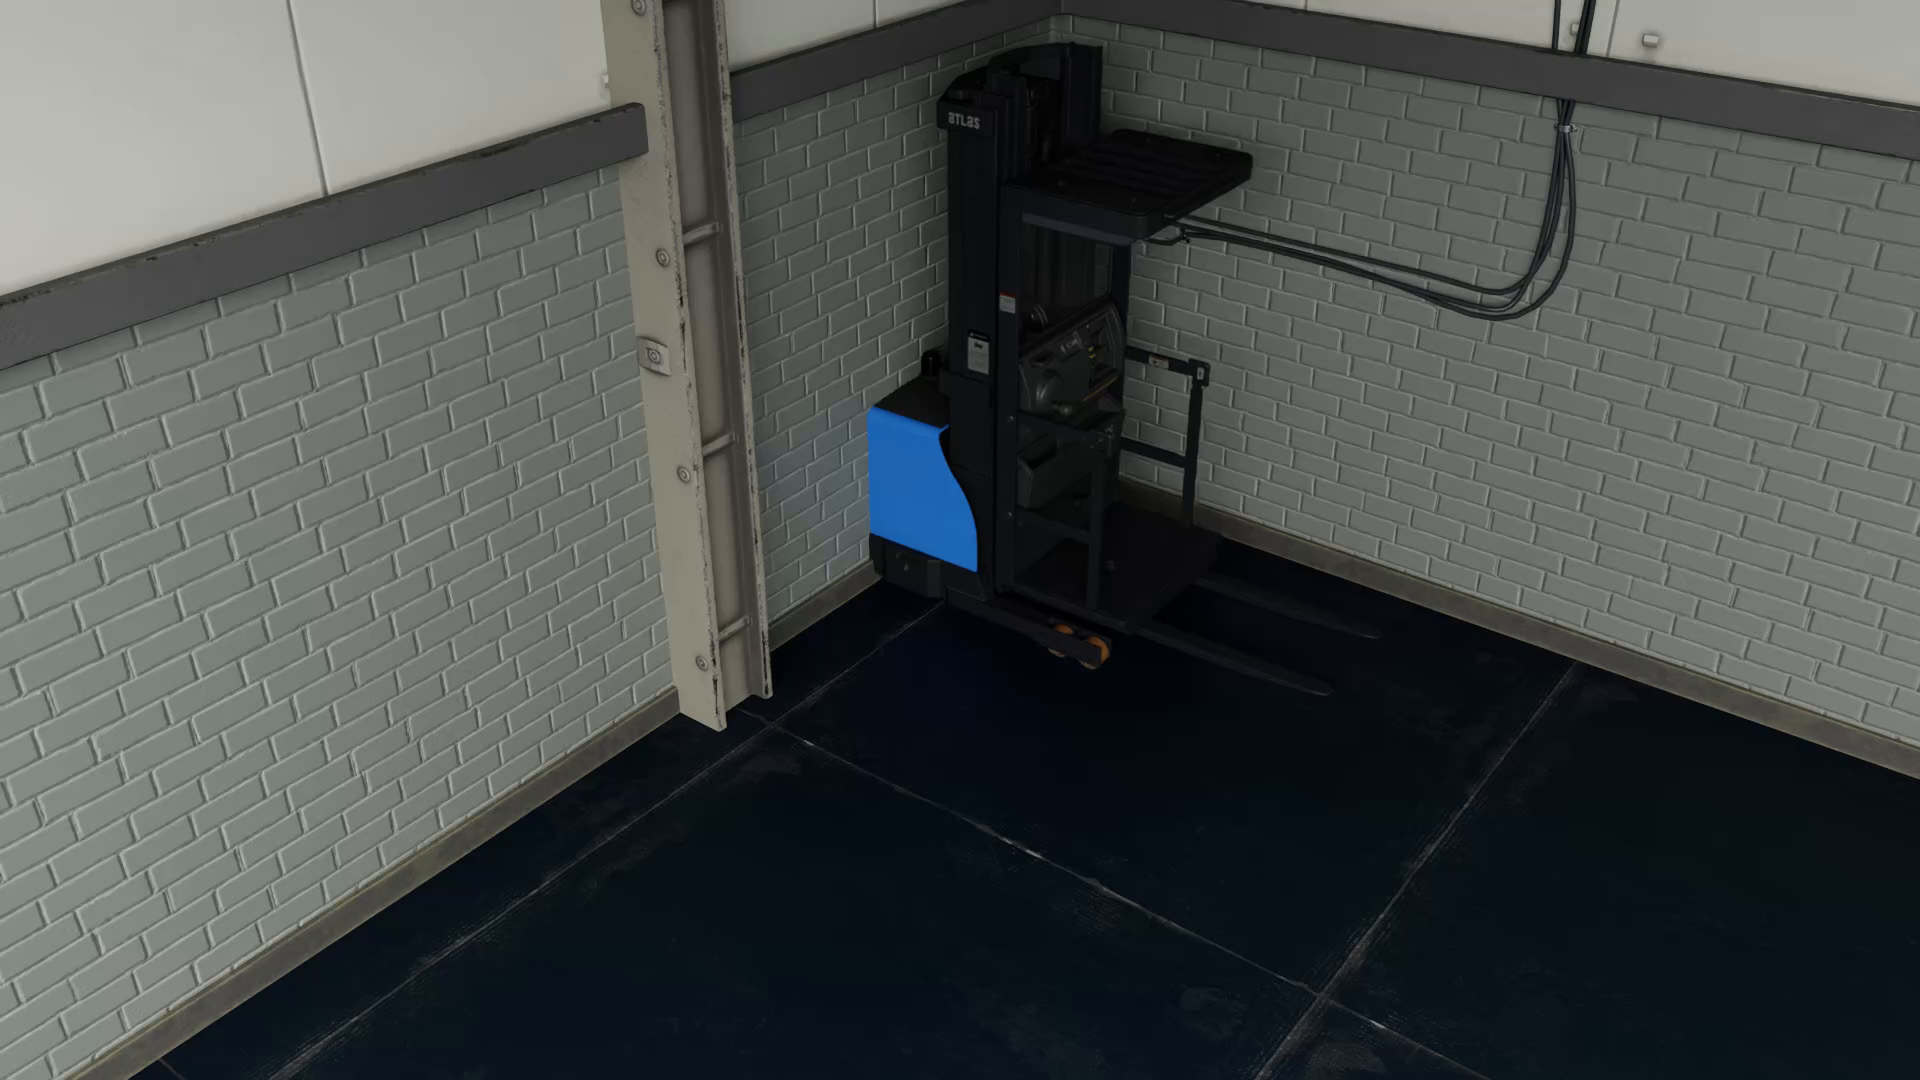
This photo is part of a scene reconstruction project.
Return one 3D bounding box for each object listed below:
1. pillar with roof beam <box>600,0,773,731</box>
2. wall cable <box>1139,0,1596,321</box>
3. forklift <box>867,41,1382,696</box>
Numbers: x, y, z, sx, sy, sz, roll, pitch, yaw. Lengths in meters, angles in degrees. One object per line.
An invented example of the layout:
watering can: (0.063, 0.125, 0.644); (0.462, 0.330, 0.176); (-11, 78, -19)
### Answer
pillar with roof beam: (2.242, -1.727, 3.895); (9.100, 9.000, 0.400); (21, 37, 31)
wall cable: (1.642, -2.506, 8.256); (3.097, 2.526, 0.112); (21, 37, 31)
forklift: (0.751, -0.898, 8.448); (3.031, 2.935, 1.130); (20, 36, 30)
